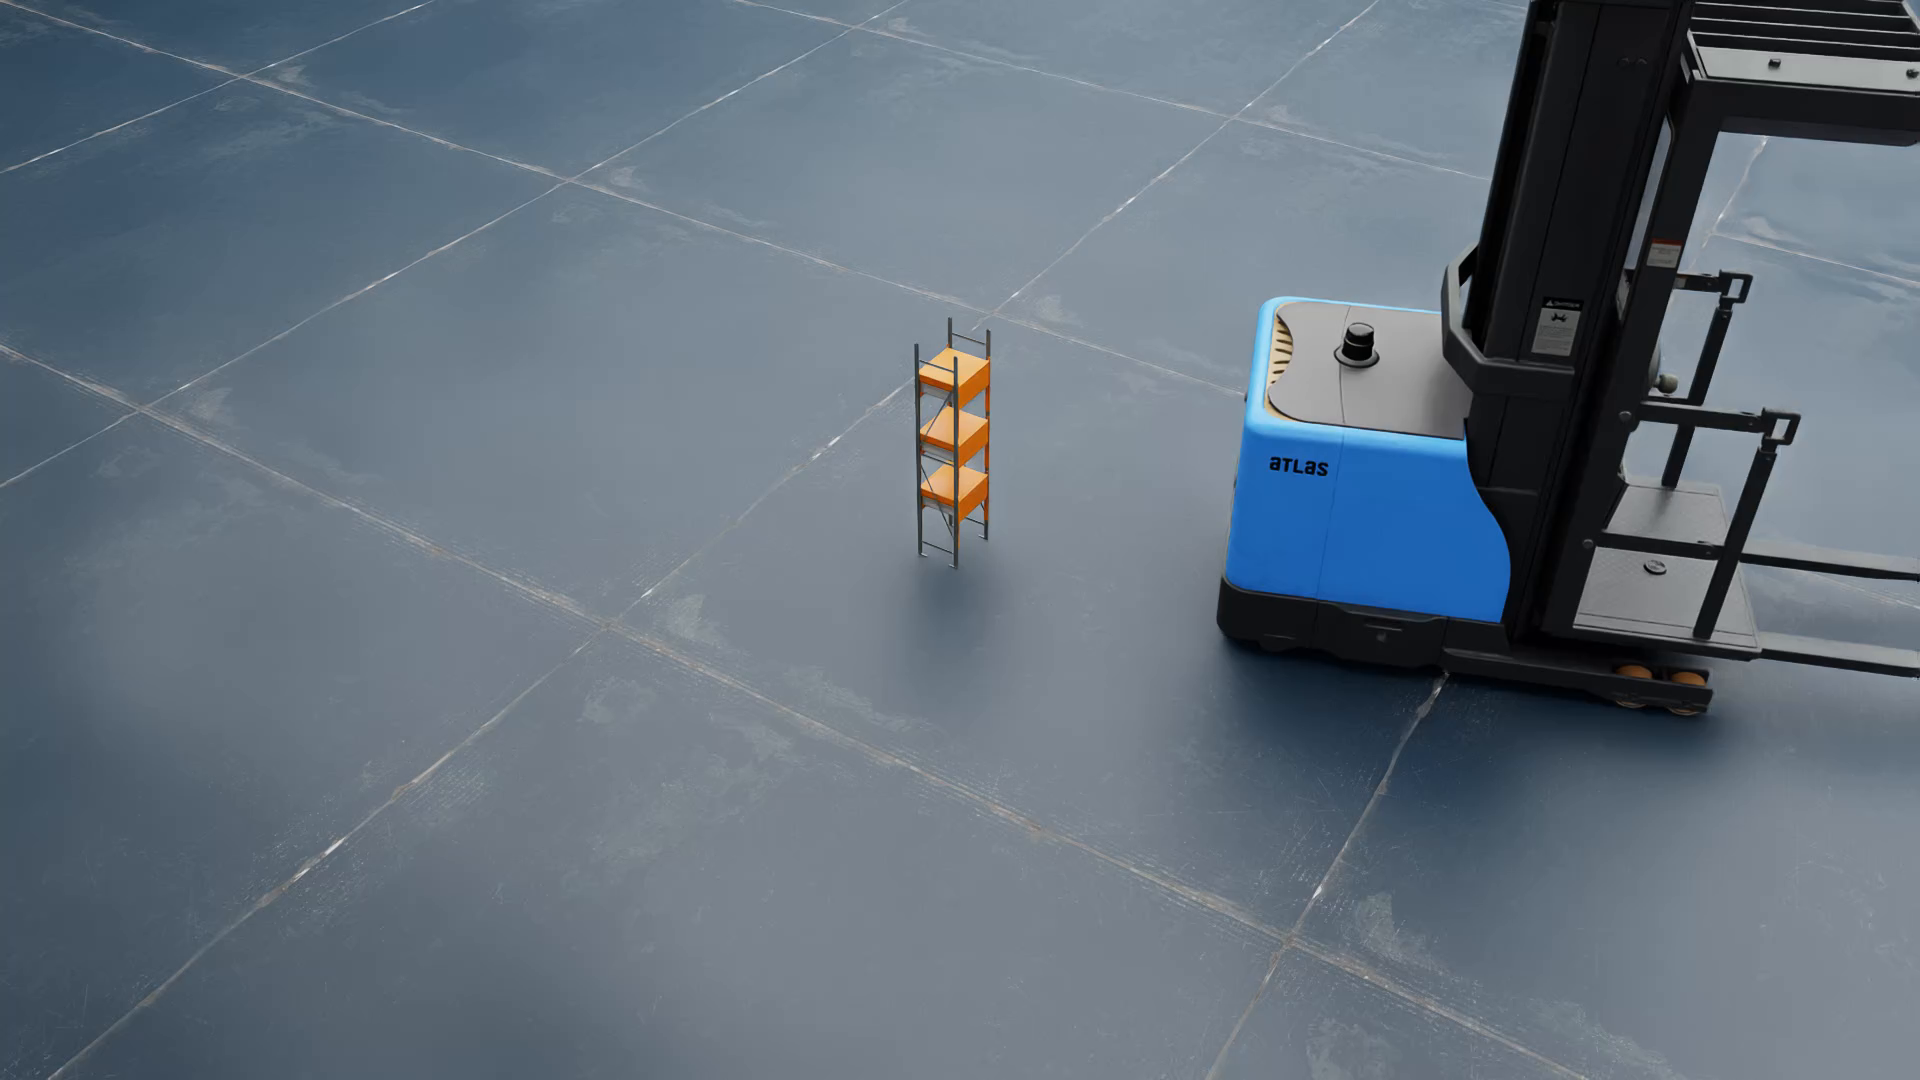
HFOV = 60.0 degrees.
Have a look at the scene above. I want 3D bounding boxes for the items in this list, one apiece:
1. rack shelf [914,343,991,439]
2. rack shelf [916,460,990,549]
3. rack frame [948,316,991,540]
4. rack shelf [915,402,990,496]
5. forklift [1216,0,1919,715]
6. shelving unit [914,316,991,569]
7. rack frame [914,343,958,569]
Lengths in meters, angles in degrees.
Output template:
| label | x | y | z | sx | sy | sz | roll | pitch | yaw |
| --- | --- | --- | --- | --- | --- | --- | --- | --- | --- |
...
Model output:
| label | x | y | z | sx | sy | sz | roll | pitch | yaw |
| --- | --- | --- | --- | --- | --- | --- | --- | --- | --- |
| rack shelf | -0.029 | -0.605 | 6.727 | 0.215 | 0.259 | 0.240 | 21 | 42 | 25 |
| rack shelf | -0.029 | -0.160 | 7.070 | 0.215 | 0.259 | 0.240 | 21 | 42 | 25 |
| rack frame | 0.037 | -0.451 | 6.975 | 0.200 | 1.050 | 0.008 | 21 | 42 | 25 |
| rack shelf | -0.029 | -0.380 | 6.900 | 0.215 | 0.259 | 0.240 | 21 | 42 | 25 |
| forklift | 2.605 | -0.846 | 5.947 | 3.031 | 2.935 | 1.130 | 7 | 38 | 9 |
| shelving unit | -0.029 | -0.388 | 6.894 | 0.215 | 1.050 | 0.252 | 21 | 42 | 25 |
| rack frame | -0.094 | -0.325 | 6.812 | 0.200 | 1.050 | 0.008 | 21 | 42 | 25 |
